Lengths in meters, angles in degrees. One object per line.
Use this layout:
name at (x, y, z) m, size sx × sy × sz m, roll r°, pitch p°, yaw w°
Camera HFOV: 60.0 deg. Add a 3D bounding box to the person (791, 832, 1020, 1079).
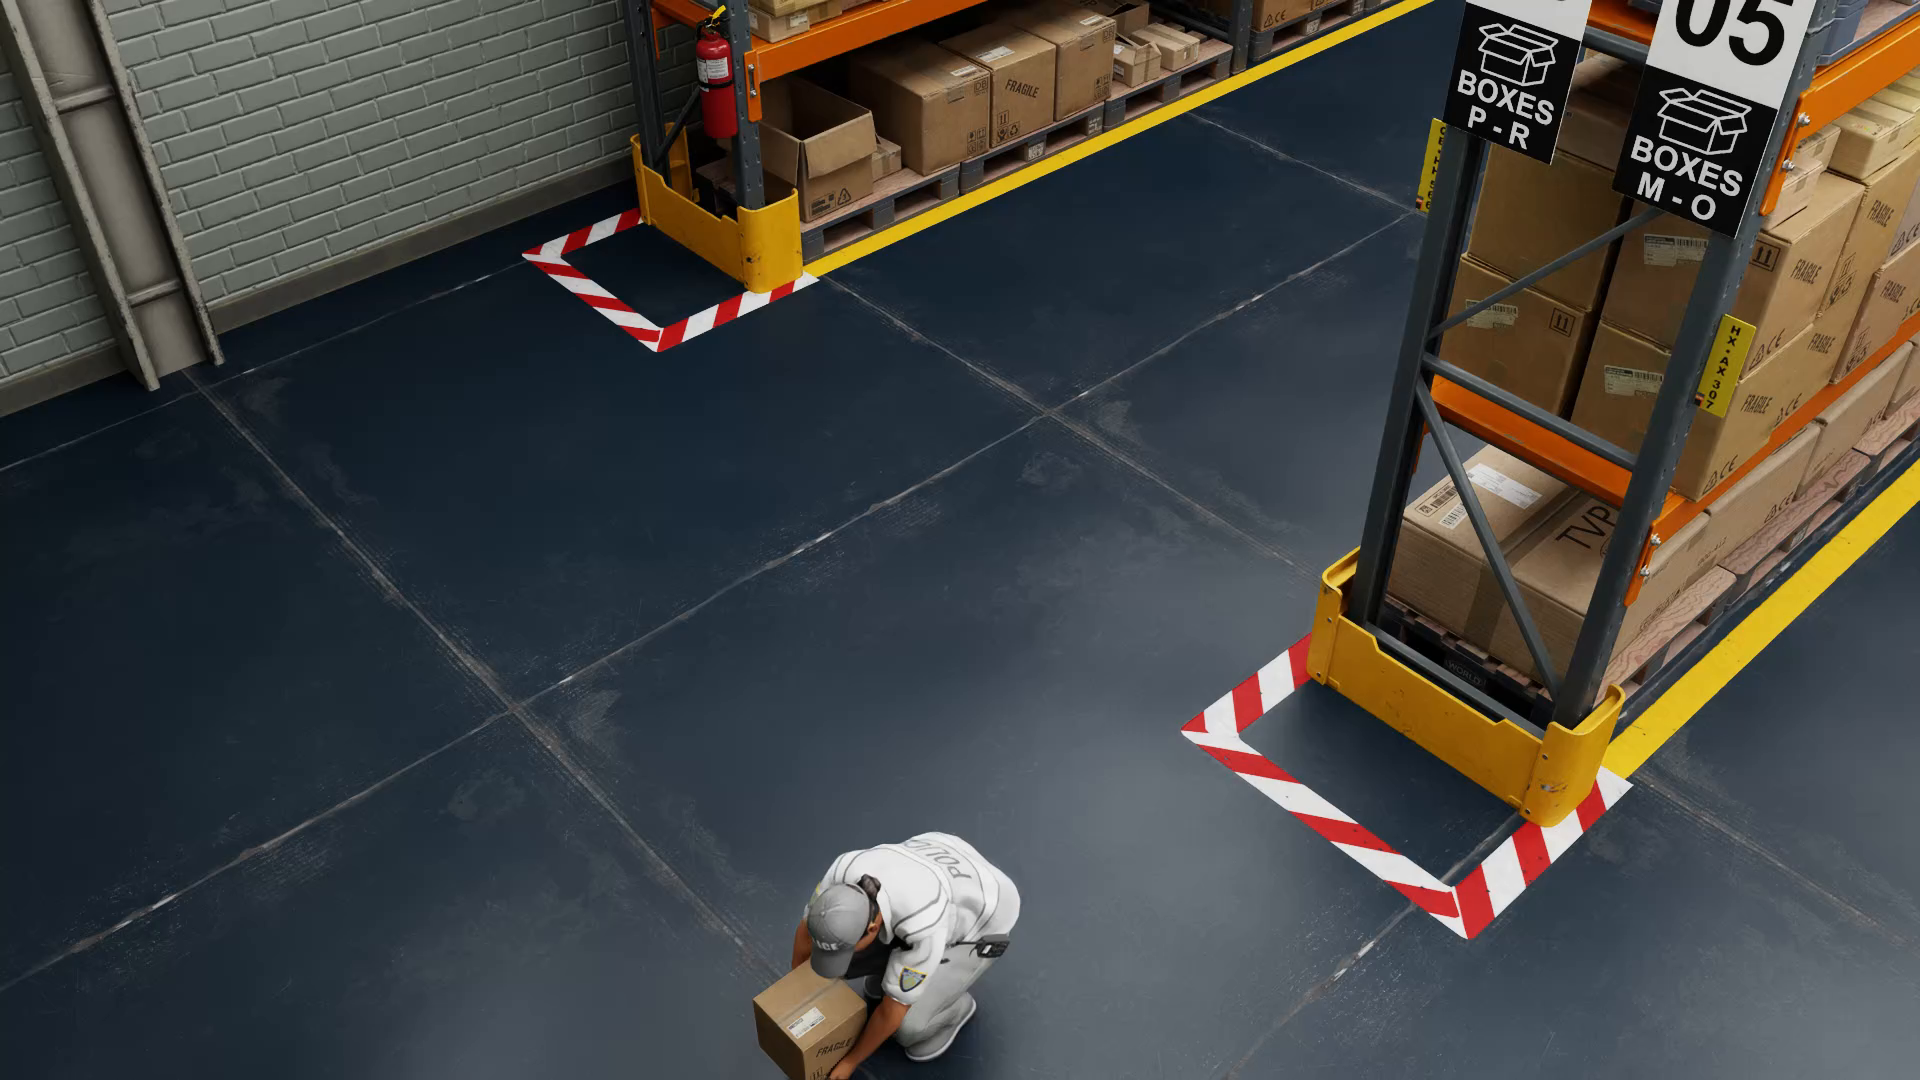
person at (-0.200, 1.250, 5.248) m, size 0.854 × 0.934 × 0.516 m, roll -30°, pitch 49°, yaw -31°
